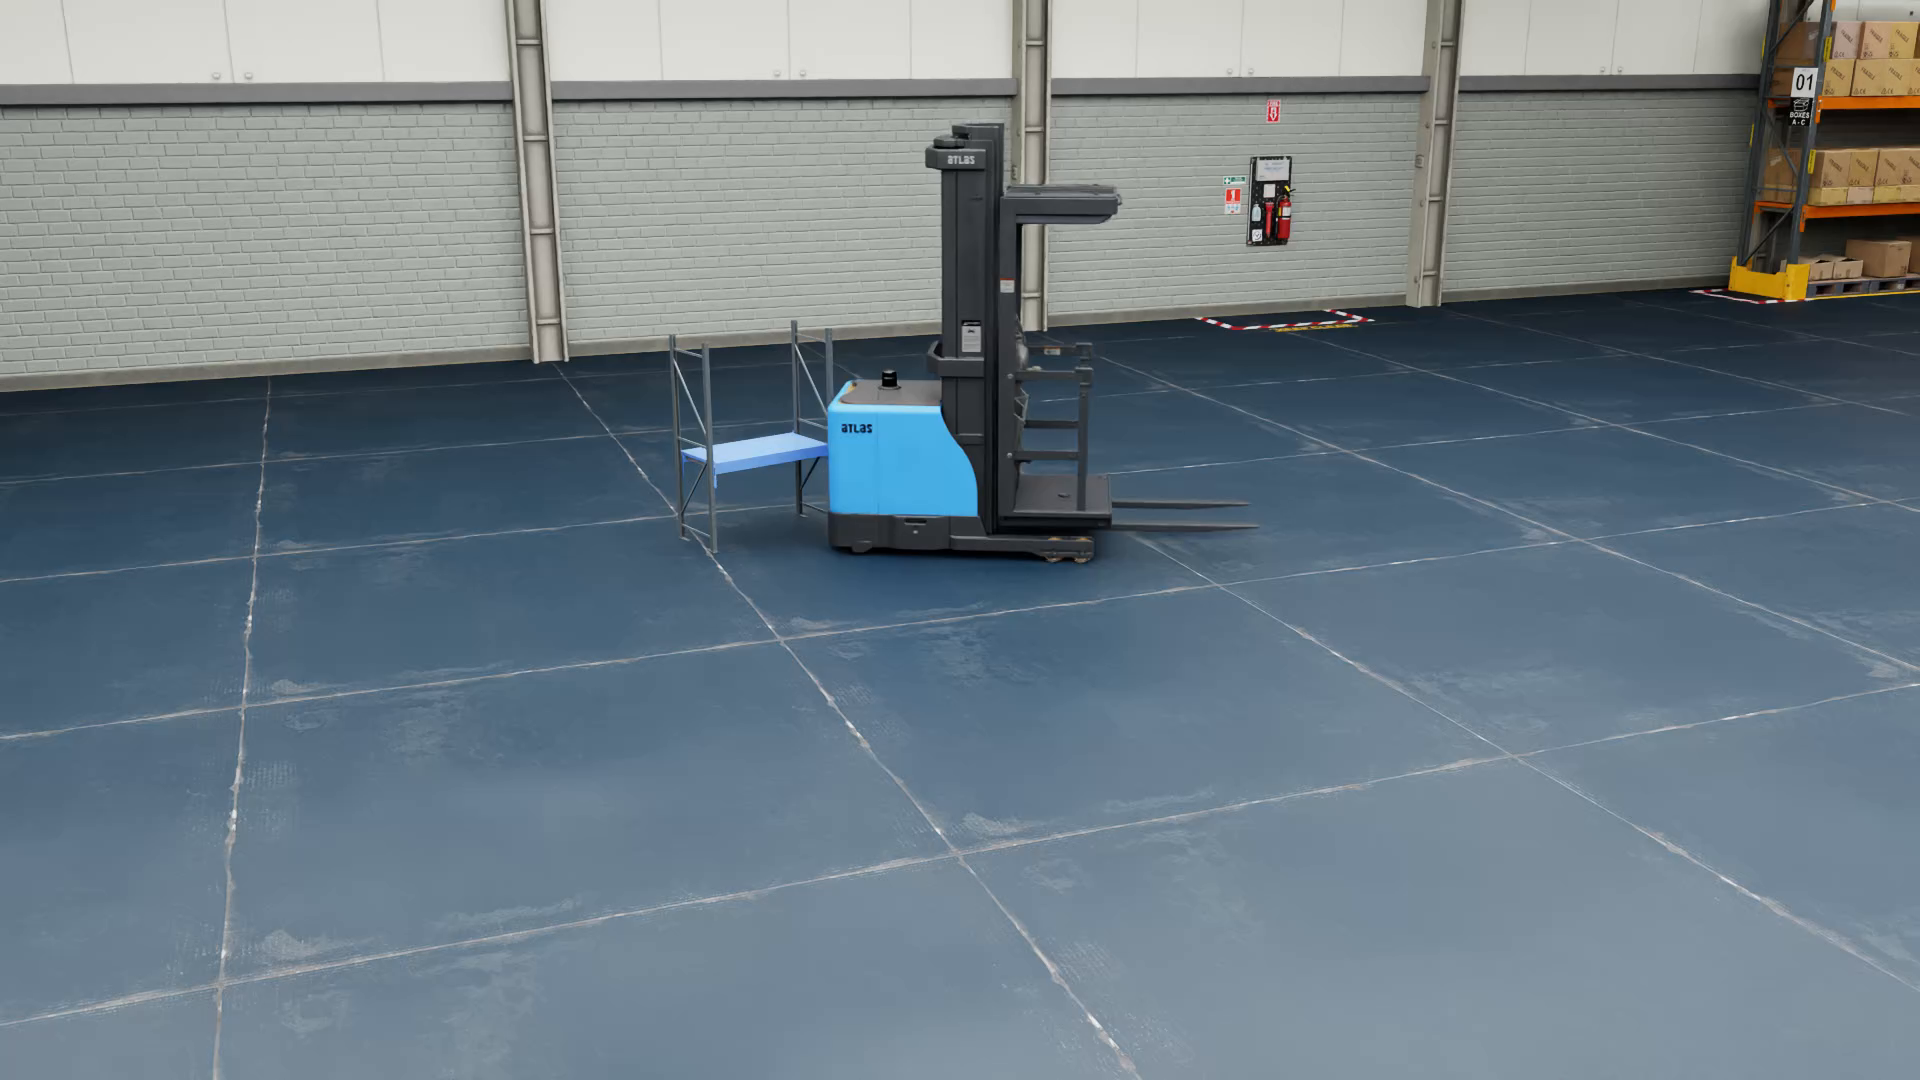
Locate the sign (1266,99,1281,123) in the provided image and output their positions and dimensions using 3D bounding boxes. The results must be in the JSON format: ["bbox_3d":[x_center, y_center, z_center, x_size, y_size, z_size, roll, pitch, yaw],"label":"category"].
[{"bbox_3d":[4.113,-5.624,21.811,0.199,0.298,0.001,-6,17,-20],"label":"sign"}]

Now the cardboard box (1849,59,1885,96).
[{"bbox_3d":[12.652,-6.541,23.514,0.500,0.500,0.500,-5,17,-16],"label":"cardboard box"}]

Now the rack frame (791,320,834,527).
[{"bbox_3d":[-1.088,-0.858,12.358,0.032,1.500,0.500,-13,21,-37],"label":"rack frame"}]

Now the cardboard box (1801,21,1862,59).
[{"bbox_3d":[12.183,-6.983,23.244,0.500,0.500,0.500,-8,18,-24],"label":"cardboard box"}]

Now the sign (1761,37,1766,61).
[{"bbox_3d":[11.557,-7.044,23.867,0.005,0.325,0.100,-6,17,-20],"label":"sign"}]

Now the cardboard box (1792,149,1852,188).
[{"bbox_3d":[12.290,-5.298,23.717,0.500,0.500,0.500,-6,17,-20],"label":"cardboard box"}]

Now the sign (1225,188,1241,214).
[{"bbox_3d":[3.603,-4.475,21.949,0.234,0.329,0.001,-6,17,-20],"label":"sign"}]

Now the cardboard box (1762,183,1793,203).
[{"bbox_3d":[12.104,-5.068,24.262,0.500,0.250,0.500,-6,17,-19],"label":"cardboard box"}]

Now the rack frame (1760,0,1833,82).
[{"bbox_3d":[11.736,-7.910,23.065,0.127,3.000,1.000,-6,17,-20],"label":"rack frame"}]

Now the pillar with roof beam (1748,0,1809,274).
[{"bbox_3d":[13.621,-7.076,20.223,0.400,9.000,9.100,-6,17,-20],"label":"pillar with roof beam"}]

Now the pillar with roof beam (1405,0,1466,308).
[{"bbox_3d":[8.018,-6.471,18.163,0.400,9.000,9.100,-6,17,-20],"label":"pillar with roof beam"}]

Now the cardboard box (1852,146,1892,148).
[{"bbox_3d":[13.526,-5.585,24.693,0.500,0.500,0.500,-6,17,-19],"label":"cardboard box"}]

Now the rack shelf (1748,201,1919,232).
[{"bbox_3d":[13.604,-4.888,24.698,4.000,0.370,1.077,-6,17,-20],"label":"rack shelf"}]

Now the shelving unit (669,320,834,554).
[{"bbox_3d":[-1.487,-0.769,12.056,1.048,1.500,0.538,-13,21,-37],"label":"shelving unit"}]

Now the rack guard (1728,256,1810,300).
[{"bbox_3d":[11.807,-3.840,24.288,0.348,0.500,1.175,-6,17,-20],"label":"rack guard"}]

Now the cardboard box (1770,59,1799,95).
[{"bbox_3d":[12.036,-6.637,23.840,0.500,0.500,0.500,-5,17,-16],"label":"cardboard box"}]

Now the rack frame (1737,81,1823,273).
[{"bbox_3d":[11.736,-5.032,23.910,0.127,3.000,1.000,-6,17,-20],"label":"rack frame"}]

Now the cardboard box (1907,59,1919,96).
[{"bbox_3d":[13.629,-6.654,23.898,0.500,0.500,0.500,-5,17,-17],"label":"cardboard box"}]

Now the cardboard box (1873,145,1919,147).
[{"bbox_3d":[14.006,-5.640,24.881,0.500,0.500,0.500,-6,17,-19],"label":"cardboard box"}]

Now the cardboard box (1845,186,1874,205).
[{"bbox_3d":[12.786,-4.991,24.002,0.500,0.250,0.500,-7,18,-22],"label":"cardboard box"}]

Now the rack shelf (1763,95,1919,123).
[{"bbox_3d":[13.604,-6.328,24.275,4.000,0.370,1.077,-6,17,-20],"label":"rack shelf"}]

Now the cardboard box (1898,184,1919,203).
[{"bbox_3d":[13.736,-5.091,24.343,0.500,0.250,0.500,-6,17,-20],"label":"cardboard box"}]

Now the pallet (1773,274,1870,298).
[{"bbox_3d":[12.579,-3.774,24.576,1.213,0.211,1.003,-6,17,-20],"label":"pallet"}]

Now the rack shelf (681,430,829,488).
[{"bbox_3d":[-1.487,-0.597,12.106,1.000,0.185,0.538,-13,21,-37],"label":"rack shelf"}]

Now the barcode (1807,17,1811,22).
[{"bbox_3d":[12.221,-7.490,23.939,0.075,0.075,0.001,-6,17,-20],"label":"barcode"}]

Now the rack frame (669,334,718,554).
[{"bbox_3d":[-1.885,-0.680,11.753,0.032,1.500,0.500,-13,21,-37],"label":"rack frame"}]

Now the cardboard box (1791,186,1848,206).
[{"bbox_3d":[12.306,-4.935,23.811,0.500,0.250,0.500,-7,18,-22],"label":"cardboard box"}]

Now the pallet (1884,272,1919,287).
[{"bbox_3d":[14.857,-4.020,25.414,1.213,0.211,1.003,-6,17,-20],"label":"pallet"}]

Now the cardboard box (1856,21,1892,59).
[{"bbox_3d":[12.670,-7.021,23.371,0.500,0.500,0.500,-6,18,-21],"label":"cardboard box"}]

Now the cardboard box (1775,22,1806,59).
[{"bbox_3d":[12.046,-7.121,23.712,0.500,0.500,0.500,-5,17,-18],"label":"cardboard box"}]

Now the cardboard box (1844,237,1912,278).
[{"bbox_3d":[13.650,-4.208,24.760,0.500,0.500,0.700,-7,18,-24],"label":"cardboard box"}]

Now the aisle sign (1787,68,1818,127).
[{"bbox_3d":[11.777,-6.193,23.250,0.004,0.787,0.394,-6,17,-20],"label":"aisle sign"}]

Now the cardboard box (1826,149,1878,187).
[{"bbox_3d":[12.755,-5.346,23.878,0.500,0.500,0.500,-6,17,-20],"label":"cardboard box"}]

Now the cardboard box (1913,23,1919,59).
[{"bbox_3d":[14.109,-7.176,23.902,0.500,0.500,0.500,-7,18,-22],"label":"cardboard box"}]

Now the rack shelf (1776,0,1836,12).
[{"bbox_3d":[13.604,-7.765,23.853,4.000,0.370,1.077,-6,17,-20],"label":"rack shelf"}]

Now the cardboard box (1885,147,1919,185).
[{"bbox_3d":[13.717,-5.451,24.238,0.500,0.500,0.500,-6,17,-18],"label":"cardboard box"}]

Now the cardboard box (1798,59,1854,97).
[{"bbox_3d":[12.138,-6.497,23.361,0.500,0.500,0.500,-6,17,-19],"label":"cardboard box"}]

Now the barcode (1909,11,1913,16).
[{"bbox_3d":[14.020,-7.759,24.501,0.075,0.075,0.001,-6,17,-20],"label":"barcode"}]

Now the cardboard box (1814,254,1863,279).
[{"bbox_3d":[12.947,-4.056,24.579,0.500,0.311,0.500,-5,17,-15],"label":"cardboard box"}]

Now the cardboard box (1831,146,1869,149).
[{"bbox_3d":[13.055,-5.534,24.520,0.500,0.500,0.500,-7,18,-22],"label":"cardboard box"}]

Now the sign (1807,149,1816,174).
[{"bbox_3d":[11.931,-5.305,23.302,0.005,0.325,0.100,-6,17,-20],"label":"sign"}]

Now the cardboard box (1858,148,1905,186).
[{"bbox_3d":[13.240,-5.396,24.050,0.500,0.500,0.500,-7,18,-22],"label":"cardboard box"}]

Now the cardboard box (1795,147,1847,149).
[{"bbox_3d":[12.574,-5.481,24.339,0.500,0.500,0.500,-6,17,-19],"label":"cardboard box"}]

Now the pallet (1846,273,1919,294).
[{"bbox_3d":[13.716,-3.896,24.991,1.213,0.211,1.003,-6,17,-20],"label":"pallet"}]

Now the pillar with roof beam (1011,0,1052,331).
[{"bbox_3d":[2.416,-5.866,16.103,0.400,9.000,9.100,-6,17,-20],"label":"pillar with roof beam"}]

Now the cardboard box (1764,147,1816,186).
[{"bbox_3d":[12.101,-5.433,24.175,0.500,0.500,0.500,-6,18,-21],"label":"cardboard box"}]

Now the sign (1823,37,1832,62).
[{"bbox_3d":[11.931,-6.748,22.878,0.005,0.325,0.100,-6,17,-20],"label":"sign"}]

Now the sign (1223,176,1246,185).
[{"bbox_3d":[3.611,-4.727,21.867,0.331,0.109,0.001,-6,17,-20],"label":"sign"}]

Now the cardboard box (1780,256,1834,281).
[{"bbox_3d":[12.415,-3.999,24.384,0.500,0.311,0.500,-8,18,-26],"label":"cardboard box"}]

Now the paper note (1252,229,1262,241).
[{"bbox_3d":[3.967,-4.064,22.176,0.142,0.148,0.016,-6,17,-20],"label":"paper note"}]

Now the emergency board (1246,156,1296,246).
[{"bbox_3d":[4.157,-4.486,22.051,0.643,1.169,0.194,-6,17,-20],"label":"emergency board"}]

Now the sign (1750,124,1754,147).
[{"bbox_3d":[11.557,-5.887,24.206,0.005,0.325,0.100,-6,17,-20],"label":"sign"}]

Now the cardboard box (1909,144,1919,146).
[{"bbox_3d":[14.474,-5.689,25.047,0.500,0.500,0.500,-6,17,-20],"label":"cardboard box"}]

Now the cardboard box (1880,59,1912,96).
[{"bbox_3d":[13.136,-6.595,23.695,0.500,0.500,0.500,-5,17,-18],"label":"cardboard box"}]

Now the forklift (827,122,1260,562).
[{"bbox_3d":[0.609,-1.409,11.693,3.031,2.935,1.130,1,16,4],"label":"forklift"}]

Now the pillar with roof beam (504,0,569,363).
[{"bbox_3d":[-3.187,-5.261,14.043,0.400,9.000,9.100,-6,17,-20],"label":"pillar with roof beam"}]

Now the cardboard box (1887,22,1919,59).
[{"bbox_3d":[13.144,-7.075,23.557,0.500,0.500,0.500,-6,17,-19],"label":"cardboard box"}]

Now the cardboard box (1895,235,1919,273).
[{"bbox_3d":[14.517,-4.332,25.181,0.500,0.500,0.500,-8,18,-24],"label":"cardboard box"}]

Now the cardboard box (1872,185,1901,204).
[{"bbox_3d":[13.263,-5.041,24.172,0.500,0.250,0.500,-6,18,-21],"label":"cardboard box"}]
